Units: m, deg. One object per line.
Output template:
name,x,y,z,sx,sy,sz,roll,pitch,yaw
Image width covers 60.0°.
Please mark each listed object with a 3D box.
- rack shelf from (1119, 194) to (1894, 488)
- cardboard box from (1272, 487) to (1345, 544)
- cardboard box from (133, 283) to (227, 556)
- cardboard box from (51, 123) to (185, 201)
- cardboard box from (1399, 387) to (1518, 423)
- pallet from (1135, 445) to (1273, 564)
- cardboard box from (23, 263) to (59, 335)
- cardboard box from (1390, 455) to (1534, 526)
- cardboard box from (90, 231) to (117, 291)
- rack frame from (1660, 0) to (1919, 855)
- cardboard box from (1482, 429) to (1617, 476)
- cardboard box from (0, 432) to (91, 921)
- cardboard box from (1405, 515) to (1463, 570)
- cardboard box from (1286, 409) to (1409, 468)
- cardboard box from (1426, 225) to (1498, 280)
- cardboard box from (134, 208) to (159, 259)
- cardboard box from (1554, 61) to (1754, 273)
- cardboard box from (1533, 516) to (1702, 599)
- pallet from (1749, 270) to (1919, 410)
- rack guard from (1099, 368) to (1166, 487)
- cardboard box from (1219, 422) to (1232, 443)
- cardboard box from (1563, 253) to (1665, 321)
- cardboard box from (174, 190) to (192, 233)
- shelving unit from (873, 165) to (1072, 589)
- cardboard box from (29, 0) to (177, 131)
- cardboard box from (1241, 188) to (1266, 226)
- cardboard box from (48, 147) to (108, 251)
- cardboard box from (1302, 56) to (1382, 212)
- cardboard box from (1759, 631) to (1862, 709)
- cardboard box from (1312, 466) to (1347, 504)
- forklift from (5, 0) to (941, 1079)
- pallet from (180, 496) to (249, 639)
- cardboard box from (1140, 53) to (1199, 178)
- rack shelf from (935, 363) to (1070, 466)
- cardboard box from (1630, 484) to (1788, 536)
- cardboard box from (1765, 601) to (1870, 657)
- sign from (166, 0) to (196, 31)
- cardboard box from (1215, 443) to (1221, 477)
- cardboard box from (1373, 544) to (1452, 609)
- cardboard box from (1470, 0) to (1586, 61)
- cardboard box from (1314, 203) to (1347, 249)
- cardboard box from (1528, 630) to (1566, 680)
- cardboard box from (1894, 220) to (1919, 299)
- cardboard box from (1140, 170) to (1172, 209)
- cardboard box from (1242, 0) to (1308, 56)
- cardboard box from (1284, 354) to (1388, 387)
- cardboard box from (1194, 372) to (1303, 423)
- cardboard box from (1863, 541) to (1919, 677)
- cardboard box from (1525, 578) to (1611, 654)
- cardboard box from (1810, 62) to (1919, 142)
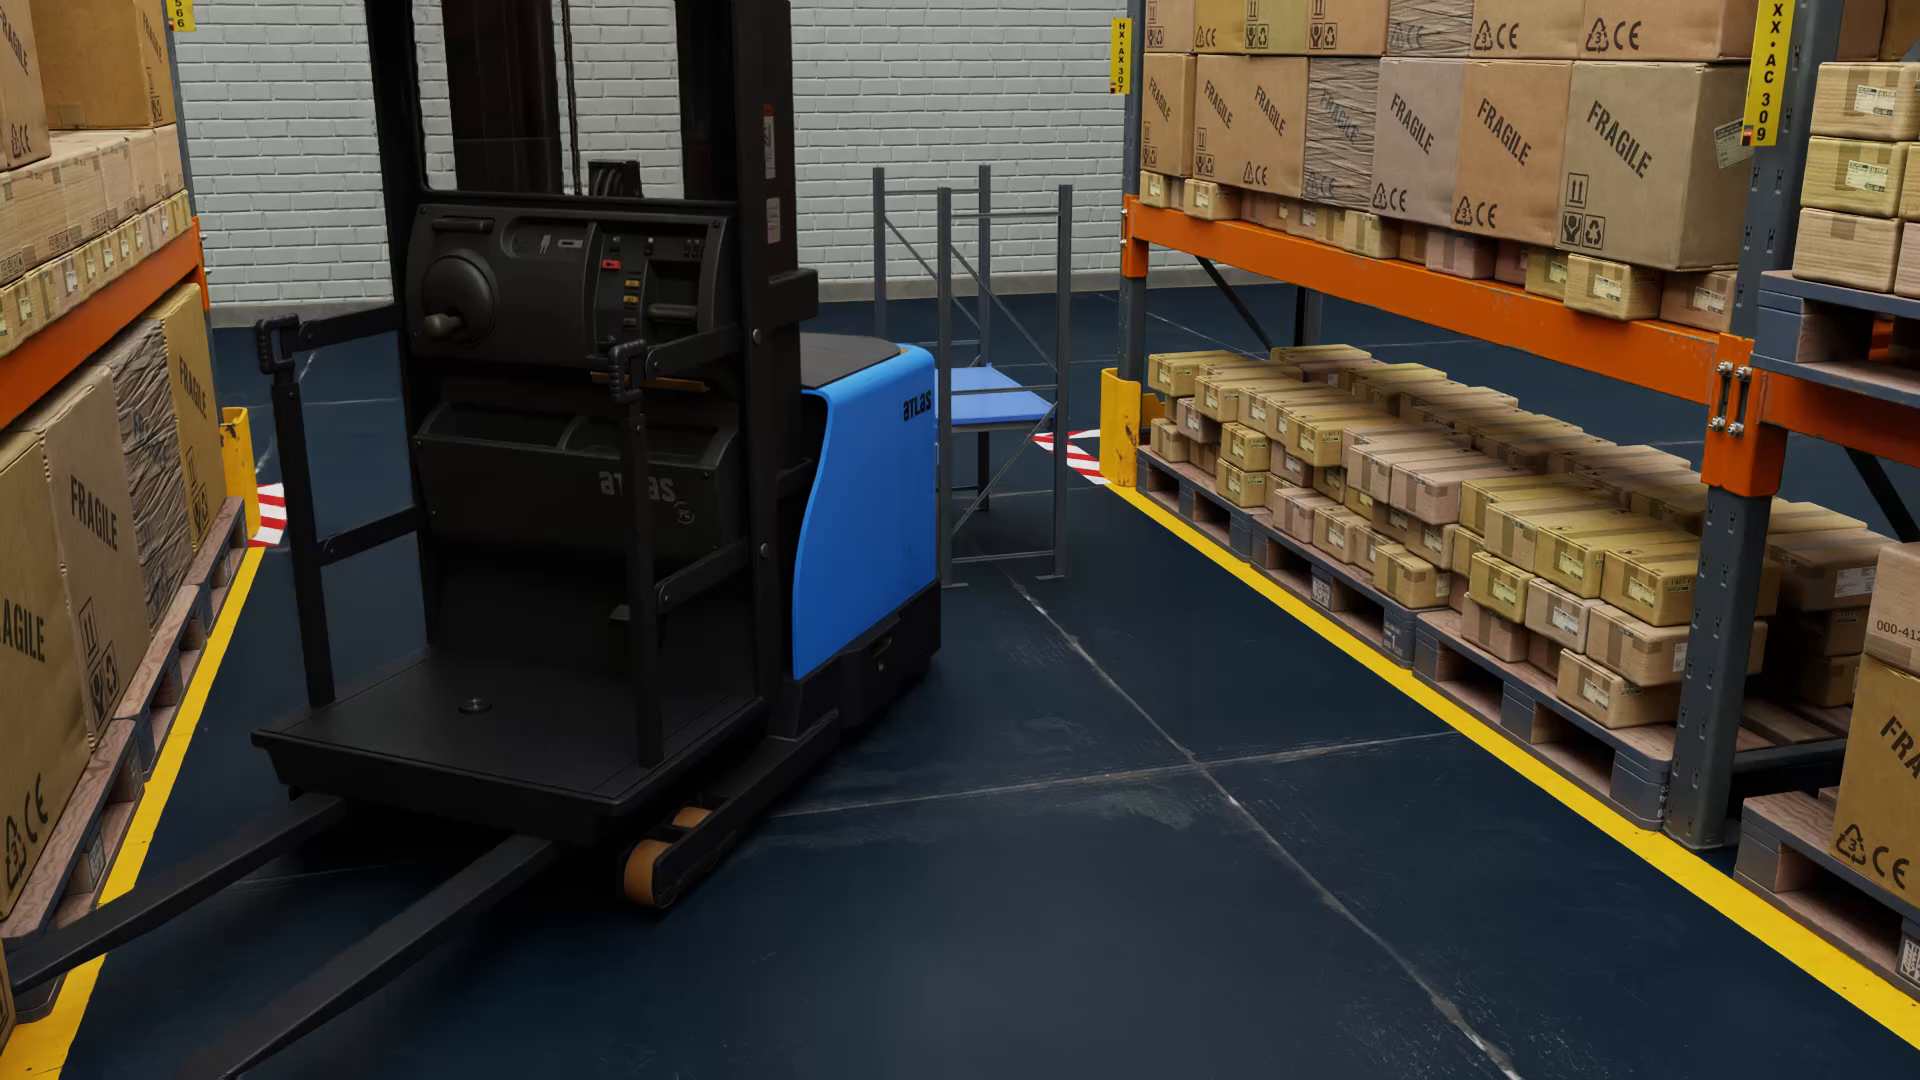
rack shelf,1.794,-0.895,5.969,1.077,0.370,4.000,-5,17,-15
cardboard box,1.417,-0.106,6.317,0.380,0.149,0.250,-6,18,-18
cardboard box,-3.300,-0.442,6.171,0.875,0.875,0.875,-5,17,-15
cardboard box,-3.164,-1.386,6.097,0.500,0.250,0.500,-5,17,-16
cardboard box,1.978,-0.505,6.611,0.380,0.149,0.250,-4,17,-13
pallet,1.454,-0.209,7.281,1.003,0.211,1.213,-5,17,-15
cardboard box,-2.504,-0.599,4.169,0.380,0.149,0.250,-5,17,-16
cardboard box,1.652,-0.166,5.483,0.380,0.149,0.250,-6,18,-18
cardboard box,-2.718,-0.813,4.882,0.380,0.149,0.250,-4,17,-14
rack frame,2.344,-0.686,4.023,1.000,3.000,0.127,-5,17,-15
cardboard box,2.073,-0.282,5.868,0.380,0.149,0.250,-5,18,-18
cardboard box,-2.558,0.305,3.685,0.875,0.875,0.875,-5,17,-15
cardboard box,1.711,-0.019,5.511,0.380,0.149,0.250,-4,17,-14
cardboard box,1.442,-0.379,6.192,0.380,0.149,0.250,-4,17,-14
cardboard box,1.698,-0.914,5.217,0.380,0.149,0.250,-5,18,-18
cardboard box,-2.929,-1.025,5.588,0.380,0.149,0.250,-4,17,-14
cardboard box,1.939,-0.988,4.337,0.500,0.500,0.500,-5,17,-15
cardboard box,1.887,0.047,4.772,0.380,0.149,0.250,-4,17,-15
pallet,2.414,-0.372,3.309,1.003,0.211,1.213,-5,17,-15
rack guard,1.265,-0.575,7.996,1.175,0.500,0.348,-5,17,-15
cardboard box,1.315,-0.465,6.995,0.380,0.149,0.250,-4,17,-15
cardboard box,1.864,-0.689,4.469,0.380,0.149,0.250,-5,17,-17
cardboard box,-3.138,-1.236,6.289,0.380,0.149,0.250,-4,17,-14
shelving unit,0.023,-0.695,6.658,0.538,1.500,1.048,-5,17,-15
cardboard box,-3.166,-1.745,5.986,0.500,0.500,0.500,-4,17,-15
cardboard box,1.353,-1.350,6.670,0.380,0.149,0.250,-4,17,-13
cardboard box,-2.738,-0.961,4.682,0.500,0.250,0.500,-5,17,-15
cardboard box,1.542,-1.414,5.755,0.500,0.500,0.500,-5,17,-17
cardboard box,2.552,0.352,4.793,0.380,0.149,0.250,-5,18,-18
cardboard box,1.560,-0.248,6.272,0.380,0.149,0.250,-4,17,-12
forklift,-1.089,-0.653,4.032,1.130,2.935,3.031,7,18,21
pallet,-3.257,0.122,6.180,1.003,0.211,1.213,-5,17,-15
cardboard box,1.102,-1.837,7.164,0.500,0.500,0.500,-4,17,-13
rack shelf,0.023,-0.522,6.710,0.538,0.185,1.000,-5,17,-15
cardboard box,2.313,-0.066,5.149,0.380,0.149,0.250,-5,17,-16
cardboard box,2.552,0.210,4.748,0.380,0.149,0.250,-4,17,-13
sign,-3.027,-2.136,6.424,0.100,0.325,0.005,-5,17,-15
cardboard box,1.306,-0.324,7.043,0.380,0.149,0.250,-5,17,-15
cardboard box,1.624,0.110,5.598,0.380,0.149,0.250,-5,17,-15
cardboard box,1.807,-1.607,4.659,0.500,0.500,0.500,-5,18,-17
cardboard box,1.496,-1.130,5.935,0.380,0.149,0.250,-4,17,-13
cardboard box,1.917,0.318,4.906,0.380,0.149,0.250,-4,17,-14
cardboard box,2.091,-0.546,3.262,0.380,0.149,0.250,-4,17,-14
cardboard box,1.018,-1.557,7.358,0.380,0.149,0.250,-5,17,-16
cardboard box,1.379,-2.032,6.075,0.500,0.500,0.500,-5,17,-16
cardboard box,1.647,-0.713,7.304,0.380,0.149,0.250,-4,17,-14
cardboard box,1.199,-0.595,6.911,0.380,0.149,0.250,-5,17,-15
cardboard box,2.293,0.176,3.465,0.500,0.250,0.500,-5,18,-18
cardboard box,1.865,0.199,4.783,0.380,0.149,0.250,-6,18,-18
cardboard box,2.010,-0.907,3.430,0.380,0.149,0.250,-4,17,-12
